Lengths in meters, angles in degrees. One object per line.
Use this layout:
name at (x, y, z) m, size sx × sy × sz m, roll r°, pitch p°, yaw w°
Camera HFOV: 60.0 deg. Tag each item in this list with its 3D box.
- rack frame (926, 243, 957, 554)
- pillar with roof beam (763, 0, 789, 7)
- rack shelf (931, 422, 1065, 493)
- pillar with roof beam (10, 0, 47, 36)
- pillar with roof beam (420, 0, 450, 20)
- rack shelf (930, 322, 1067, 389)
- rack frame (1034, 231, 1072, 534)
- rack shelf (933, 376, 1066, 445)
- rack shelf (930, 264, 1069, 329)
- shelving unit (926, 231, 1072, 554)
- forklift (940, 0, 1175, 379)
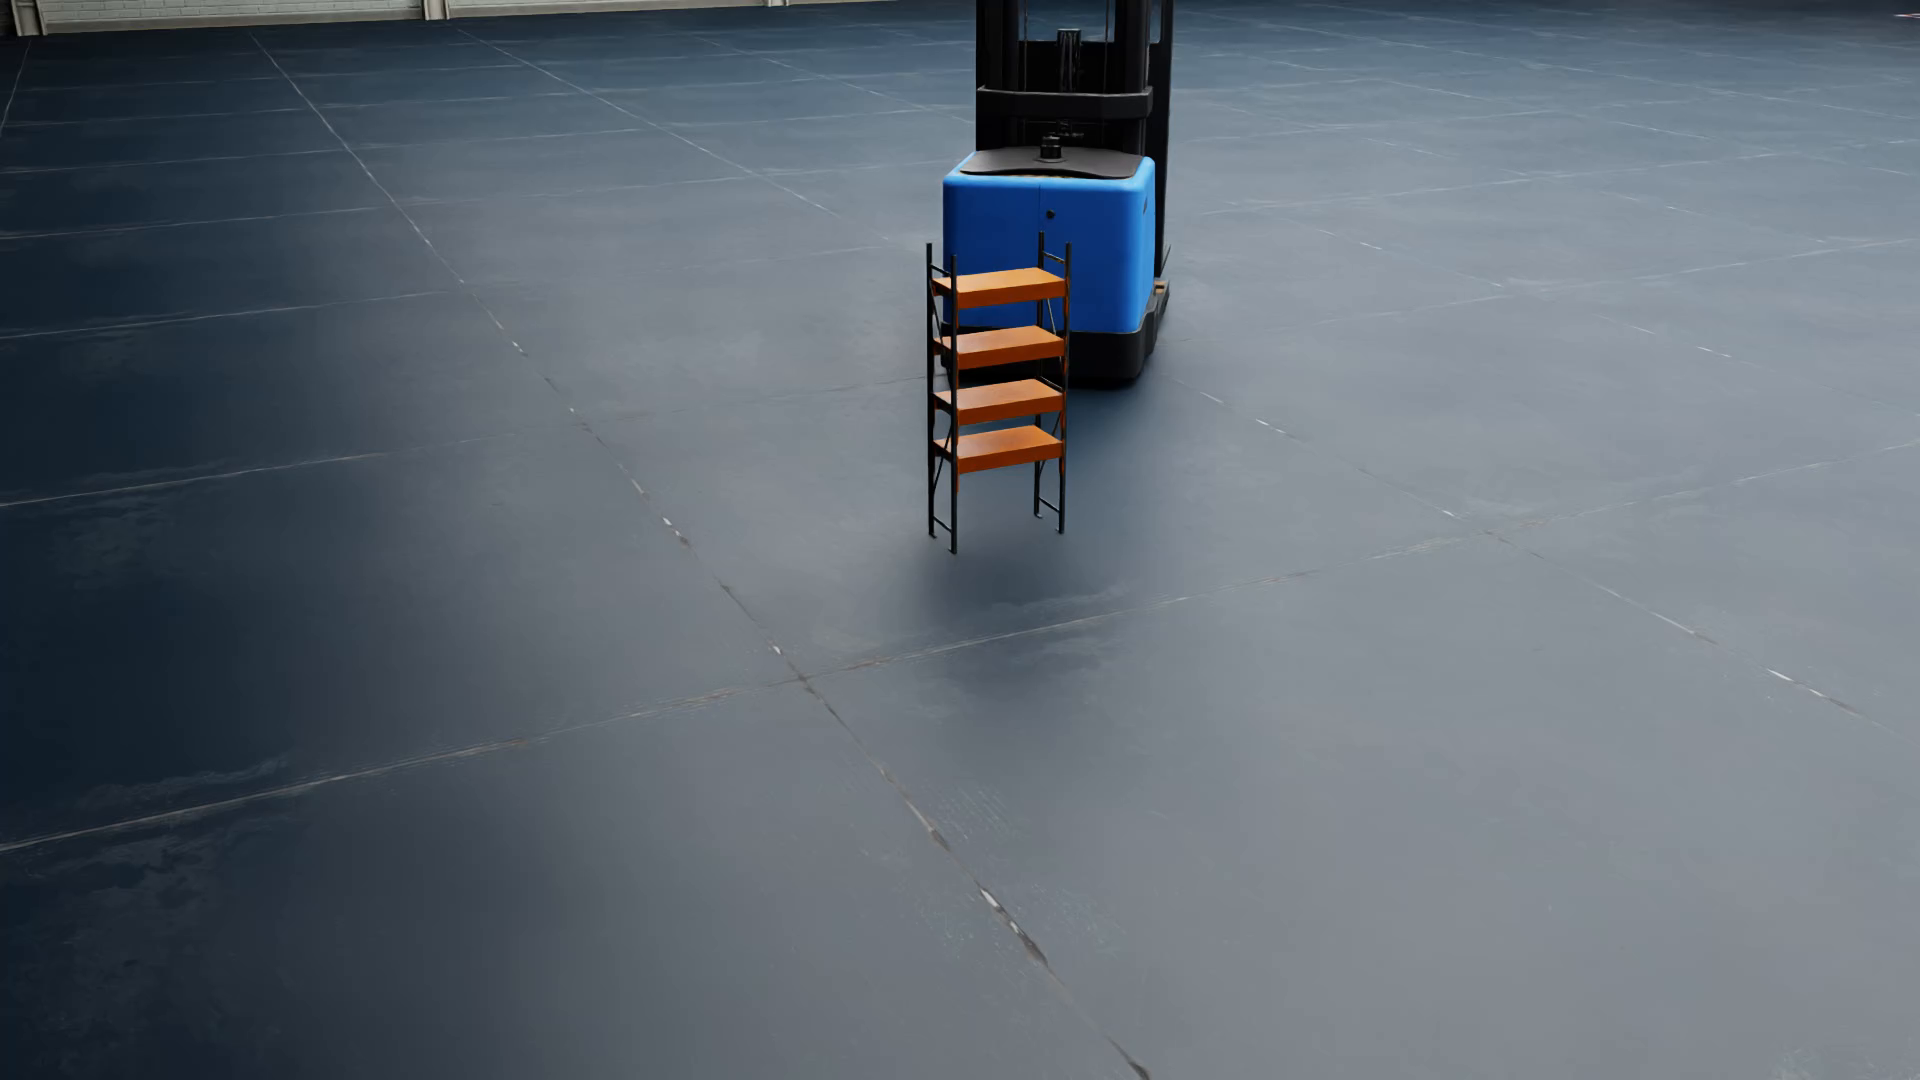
rack frame at (-0.071, -0.541, 6.489) m, size 0.015 × 1.200 × 0.240 m, roll -10°, pitch 25°, yaw -24°
pillar with roof beam at (-1.476, -12.376, 24.883) m, size 0.400 × 9.000 × 9.100 m, roll -10°, pitch 25°, yaw -24°
rack shelf at (0.149, -0.336, 6.689) m, size 0.480 × 0.148 × 0.258 m, roll -10°, pitch 25°, yaw -24°
pillar with roof beam at (-12.289, -10.386, 20.074) m, size 0.400 × 9.000 × 9.100 m, roll -10°, pitch 25°, yaw -24°
pillar with roof beam at (-6.883, -11.381, 22.479) m, size 0.400 × 9.000 × 9.100 m, roll -10°, pitch 25°, yaw -24°
rack shelf at (0.149, -0.726, 6.527) m, size 0.480 × 0.148 × 0.258 m, roll -10°, pitch 25°, yaw -24°
rack frame at (0.369, -0.622, 6.685) m, size 0.015 × 1.200 × 0.240 m, roll -10°, pitch 25°, yaw -24°
rack shelf at (0.149, -0.520, 6.613) m, size 0.480 × 0.148 × 0.258 m, roll -10°, pitch 25°, yaw -24°
rack shelf at (0.149, -0.945, 6.437) m, size 0.480 × 0.148 × 0.258 m, roll -10°, pitch 25°, yaw -24°
shelving unit at (0.149, -0.582, 6.587) m, size 0.503 × 1.200 × 0.258 m, roll -10°, pitch 25°, yaw -24°
forklift at (0.677, -2.718, 9.485) m, size 1.130 × 2.935 × 3.031 m, roll 4°, pitch 23°, yaw 10°
